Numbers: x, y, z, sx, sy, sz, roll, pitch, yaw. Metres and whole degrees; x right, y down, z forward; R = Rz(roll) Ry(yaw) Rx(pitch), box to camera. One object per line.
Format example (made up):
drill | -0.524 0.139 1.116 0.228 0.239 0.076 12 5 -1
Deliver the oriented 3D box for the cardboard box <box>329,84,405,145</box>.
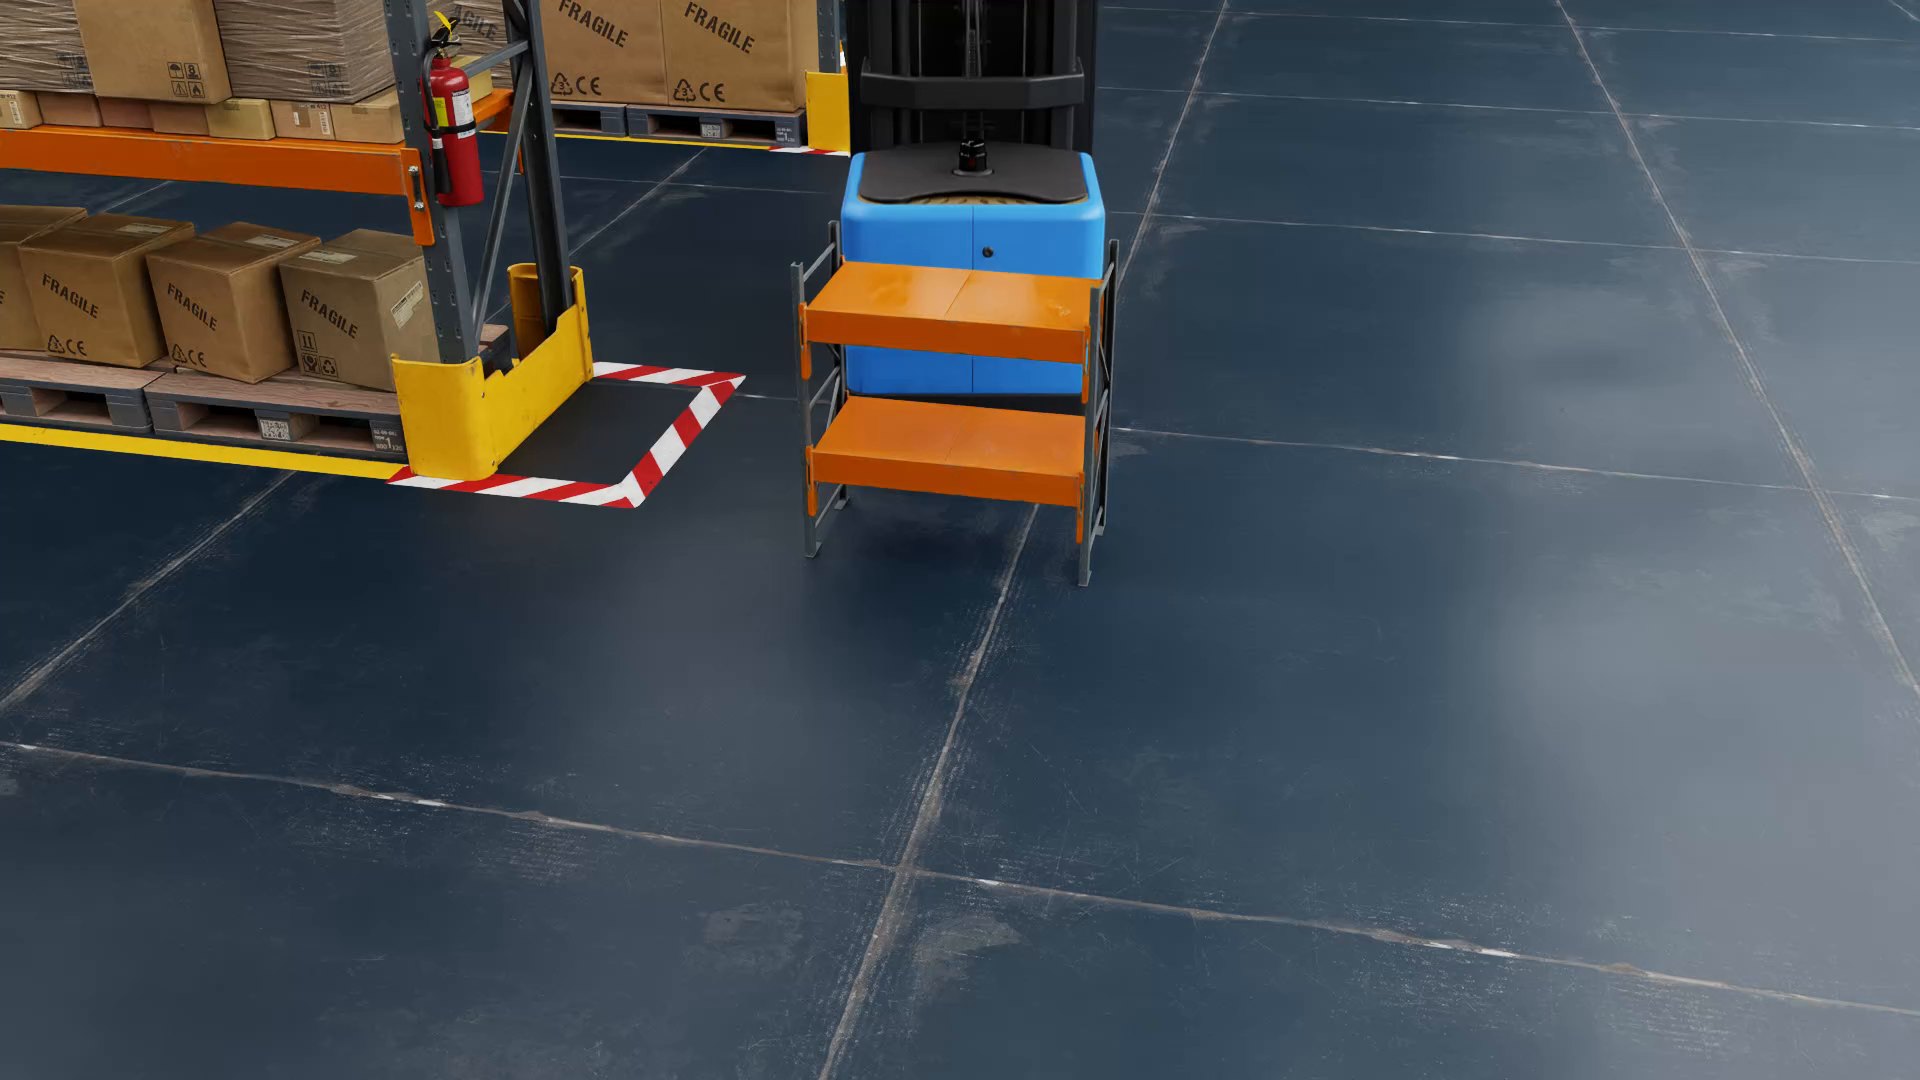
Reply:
cardboard box | -2.206 -1.651 6.404 0.250 0.149 0.380 6 29 11

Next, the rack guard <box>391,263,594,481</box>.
rack guard | -1.958 -0.741 7.083 0.348 0.500 1.175 6 29 11

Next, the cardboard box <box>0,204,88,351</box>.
cardboard box | -4.227 -1.180 7.448 0.500 0.500 0.500 3 29 6

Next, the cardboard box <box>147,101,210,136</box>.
cardboard box | -2.946 -1.710 6.511 0.250 0.149 0.380 6 29 11

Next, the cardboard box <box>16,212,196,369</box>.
cardboard box | -3.691 -1.103 7.308 0.500 0.500 0.500 9 30 15

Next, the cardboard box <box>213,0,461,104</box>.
cardboard box | -2.416 -2.072 6.497 0.500 0.500 0.875 6 29 11

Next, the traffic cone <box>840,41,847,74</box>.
traffic cone | -0.972 -3.756 12.629 0.334 0.463 0.336 6 29 11

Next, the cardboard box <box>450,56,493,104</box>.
cardboard box | -2.113 -1.860 6.785 0.250 0.149 0.380 6 29 11

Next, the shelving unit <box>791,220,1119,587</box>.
shelving unit | -0.007 -0.494 5.981 1.048 1.125 0.538 6 29 11

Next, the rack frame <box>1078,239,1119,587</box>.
rack frame | 0.491 -0.443 5.888 0.032 1.125 0.500 6 29 11

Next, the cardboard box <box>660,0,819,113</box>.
cardboard box | -1.426 -3.438 11.182 0.875 0.875 0.875 6 29 11

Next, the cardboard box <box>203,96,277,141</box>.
cardboard box | -2.705 -1.677 6.452 0.250 0.149 0.380 6 29 11

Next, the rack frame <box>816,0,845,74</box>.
rack frame | -0.749 -4.149 10.705 0.127 3.000 1.000 6 29 11

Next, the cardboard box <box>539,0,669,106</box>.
cardboard box | -2.287 -3.525 11.341 0.875 0.875 0.875 5 29 10

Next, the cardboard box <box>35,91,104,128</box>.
cardboard box | -3.431 -1.769 6.619 0.250 0.149 0.380 6 29 11

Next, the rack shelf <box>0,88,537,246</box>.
rack shelf | -3.840 -1.715 7.008 4.000 0.370 1.077 6 29 11

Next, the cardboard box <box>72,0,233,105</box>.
cardboard box | -2.930 -2.066 6.486 0.500 0.500 0.875 6 29 11

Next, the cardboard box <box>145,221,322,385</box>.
cardboard box | -3.083 -1.032 7.177 0.500 0.500 0.500 14 32 24

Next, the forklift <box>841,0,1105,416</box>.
forklift | 0.051 -2.321 7.436 1.130 2.935 3.031 0 29 0

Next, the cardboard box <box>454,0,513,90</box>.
cardboard box | -3.178 -3.618 11.510 0.875 0.875 0.875 6 29 11

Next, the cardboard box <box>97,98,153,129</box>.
cardboard box | -3.182 -1.754 6.592 0.250 0.149 0.380 6 29 11

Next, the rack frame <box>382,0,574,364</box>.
rack frame | -1.884 -1.830 6.468 0.127 3.000 1.000 6 29 11

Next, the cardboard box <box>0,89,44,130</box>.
cardboard box | -3.694 -1.752 6.589 0.250 0.149 0.380 6 29 11

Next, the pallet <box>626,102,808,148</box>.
pallet | -1.547 -2.969 11.454 1.213 0.211 1.003 6 29 11

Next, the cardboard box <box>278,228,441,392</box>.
cardboard box | -2.491 -0.988 7.097 0.500 0.500 0.500 11 31 20

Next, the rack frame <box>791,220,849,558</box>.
rack frame | -0.504 -0.545 6.074 0.032 1.125 0.500 6 29 11

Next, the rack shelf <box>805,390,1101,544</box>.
rack shelf | -0.007 -0.280 6.099 1.000 0.278 0.538 6 29 11

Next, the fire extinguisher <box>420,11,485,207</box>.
fire extinguisher | -1.868 -1.568 6.071 0.183 0.674 0.296 6 29 11

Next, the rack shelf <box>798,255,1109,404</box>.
rack shelf | -0.007 -0.751 5.841 1.000 0.278 0.538 6 29 11

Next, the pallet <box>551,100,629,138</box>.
pallet | -2.737 -3.093 11.679 1.213 0.211 1.003 6 29 11

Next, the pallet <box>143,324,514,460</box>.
pallet | -2.745 -0.712 7.331 1.213 0.211 1.003 6 29 11

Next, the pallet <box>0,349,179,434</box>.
pallet | -3.935 -0.836 7.557 1.213 0.211 1.003 6 29 11

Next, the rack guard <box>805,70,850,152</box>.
rack guard | -0.726 -3.050 11.301 0.348 0.500 1.175 6 29 11

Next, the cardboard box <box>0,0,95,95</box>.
cardboard box | -3.410 -2.136 6.615 0.500 0.500 0.875 6 29 11

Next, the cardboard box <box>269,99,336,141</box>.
cardboard box | -2.450 -1.676 6.450 0.250 0.149 0.380 6 29 11
